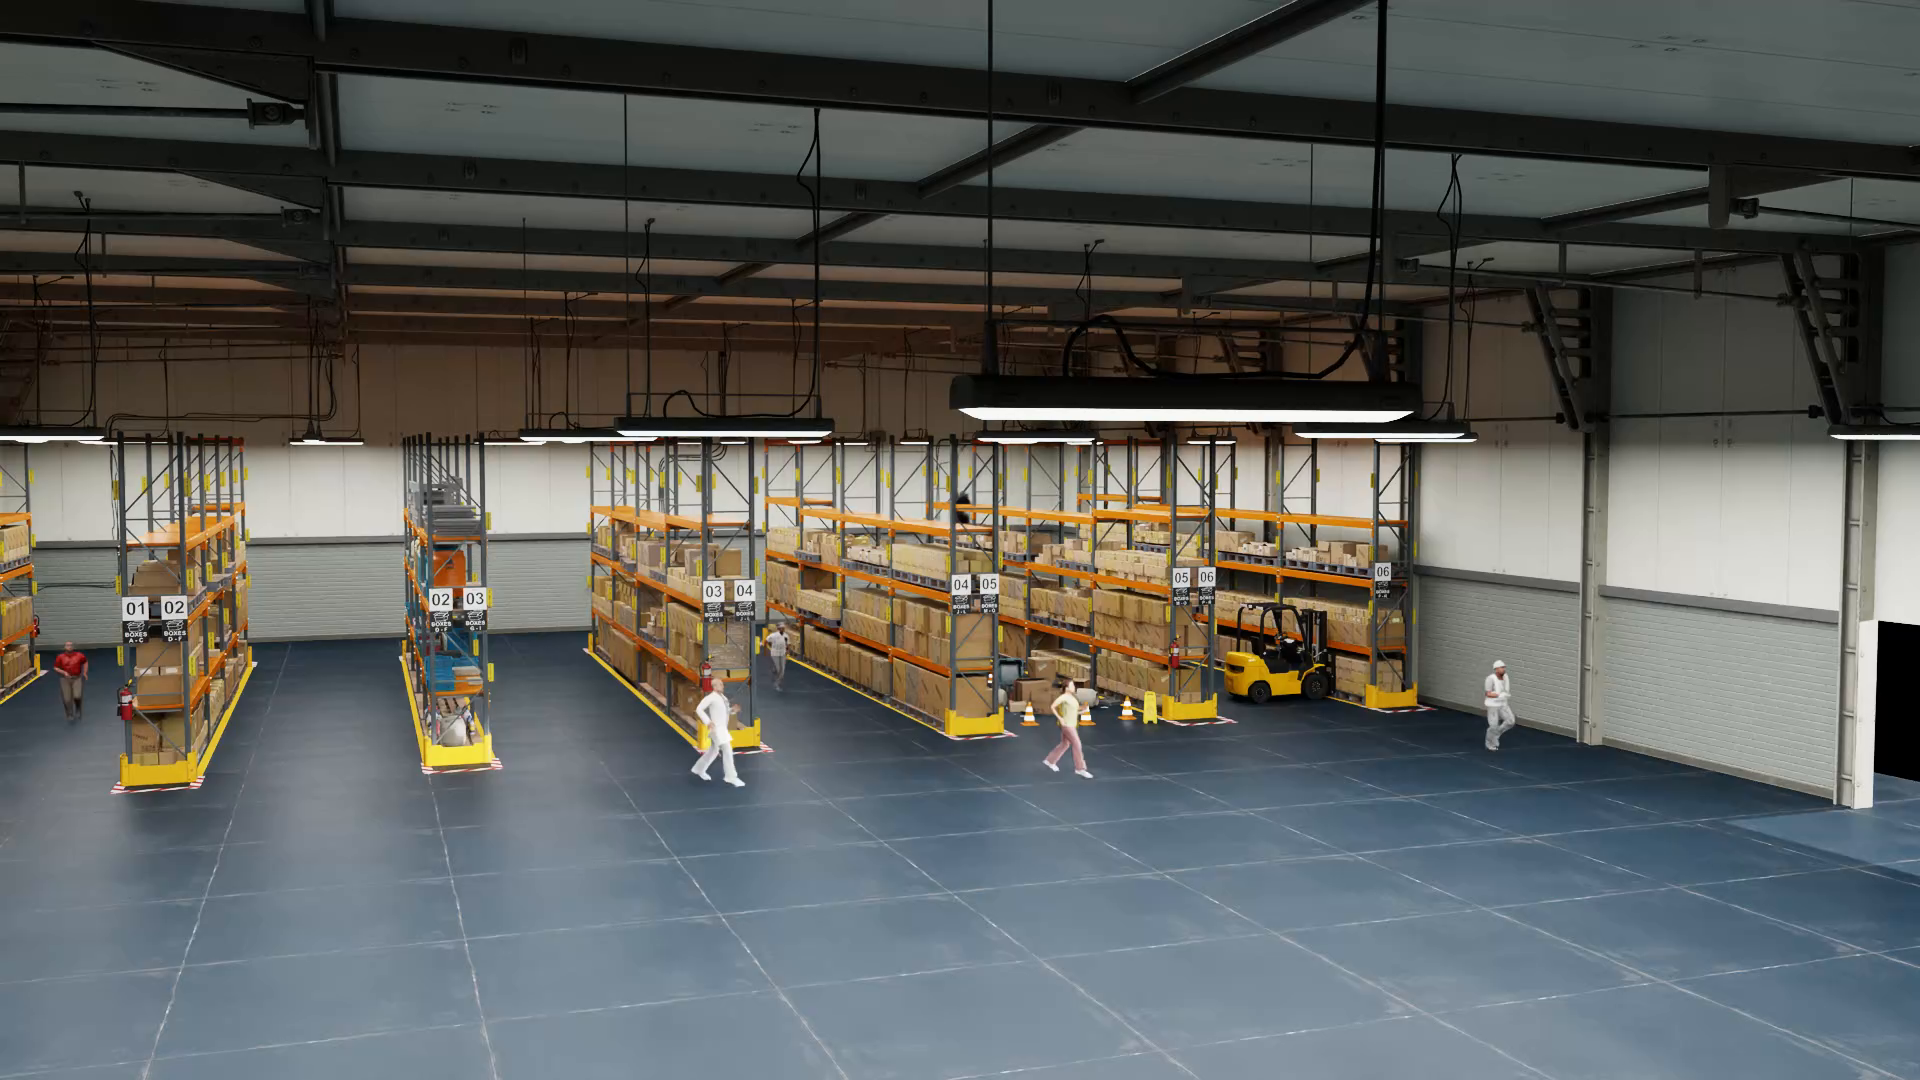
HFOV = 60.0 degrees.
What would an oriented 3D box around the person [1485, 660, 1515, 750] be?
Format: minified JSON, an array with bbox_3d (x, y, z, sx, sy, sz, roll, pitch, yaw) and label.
[{"bbox_3d":[10.133,3.111,31.202,0.726,1.723,0.728,-2,4,-27],"label":"person"}]

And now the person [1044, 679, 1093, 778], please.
[{"bbox_3d":[1.885,3.258,28.945,0.922,1.685,0.563,1,3,20],"label":"person"}]

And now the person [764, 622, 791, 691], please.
[{"bbox_3d":[-4.277,2.745,39.217,0.615,1.649,0.643,-2,4,-26],"label":"person"}]

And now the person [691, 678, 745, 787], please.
[{"bbox_3d":[-4.110,3.248,28.201,0.983,1.812,0.689,0,3,8],"label":"person"}]

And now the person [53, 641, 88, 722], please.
[{"bbox_3d":[-18.519,2.952,34.666,0.651,1.688,0.607,-2,4,-30],"label":"person"}]
